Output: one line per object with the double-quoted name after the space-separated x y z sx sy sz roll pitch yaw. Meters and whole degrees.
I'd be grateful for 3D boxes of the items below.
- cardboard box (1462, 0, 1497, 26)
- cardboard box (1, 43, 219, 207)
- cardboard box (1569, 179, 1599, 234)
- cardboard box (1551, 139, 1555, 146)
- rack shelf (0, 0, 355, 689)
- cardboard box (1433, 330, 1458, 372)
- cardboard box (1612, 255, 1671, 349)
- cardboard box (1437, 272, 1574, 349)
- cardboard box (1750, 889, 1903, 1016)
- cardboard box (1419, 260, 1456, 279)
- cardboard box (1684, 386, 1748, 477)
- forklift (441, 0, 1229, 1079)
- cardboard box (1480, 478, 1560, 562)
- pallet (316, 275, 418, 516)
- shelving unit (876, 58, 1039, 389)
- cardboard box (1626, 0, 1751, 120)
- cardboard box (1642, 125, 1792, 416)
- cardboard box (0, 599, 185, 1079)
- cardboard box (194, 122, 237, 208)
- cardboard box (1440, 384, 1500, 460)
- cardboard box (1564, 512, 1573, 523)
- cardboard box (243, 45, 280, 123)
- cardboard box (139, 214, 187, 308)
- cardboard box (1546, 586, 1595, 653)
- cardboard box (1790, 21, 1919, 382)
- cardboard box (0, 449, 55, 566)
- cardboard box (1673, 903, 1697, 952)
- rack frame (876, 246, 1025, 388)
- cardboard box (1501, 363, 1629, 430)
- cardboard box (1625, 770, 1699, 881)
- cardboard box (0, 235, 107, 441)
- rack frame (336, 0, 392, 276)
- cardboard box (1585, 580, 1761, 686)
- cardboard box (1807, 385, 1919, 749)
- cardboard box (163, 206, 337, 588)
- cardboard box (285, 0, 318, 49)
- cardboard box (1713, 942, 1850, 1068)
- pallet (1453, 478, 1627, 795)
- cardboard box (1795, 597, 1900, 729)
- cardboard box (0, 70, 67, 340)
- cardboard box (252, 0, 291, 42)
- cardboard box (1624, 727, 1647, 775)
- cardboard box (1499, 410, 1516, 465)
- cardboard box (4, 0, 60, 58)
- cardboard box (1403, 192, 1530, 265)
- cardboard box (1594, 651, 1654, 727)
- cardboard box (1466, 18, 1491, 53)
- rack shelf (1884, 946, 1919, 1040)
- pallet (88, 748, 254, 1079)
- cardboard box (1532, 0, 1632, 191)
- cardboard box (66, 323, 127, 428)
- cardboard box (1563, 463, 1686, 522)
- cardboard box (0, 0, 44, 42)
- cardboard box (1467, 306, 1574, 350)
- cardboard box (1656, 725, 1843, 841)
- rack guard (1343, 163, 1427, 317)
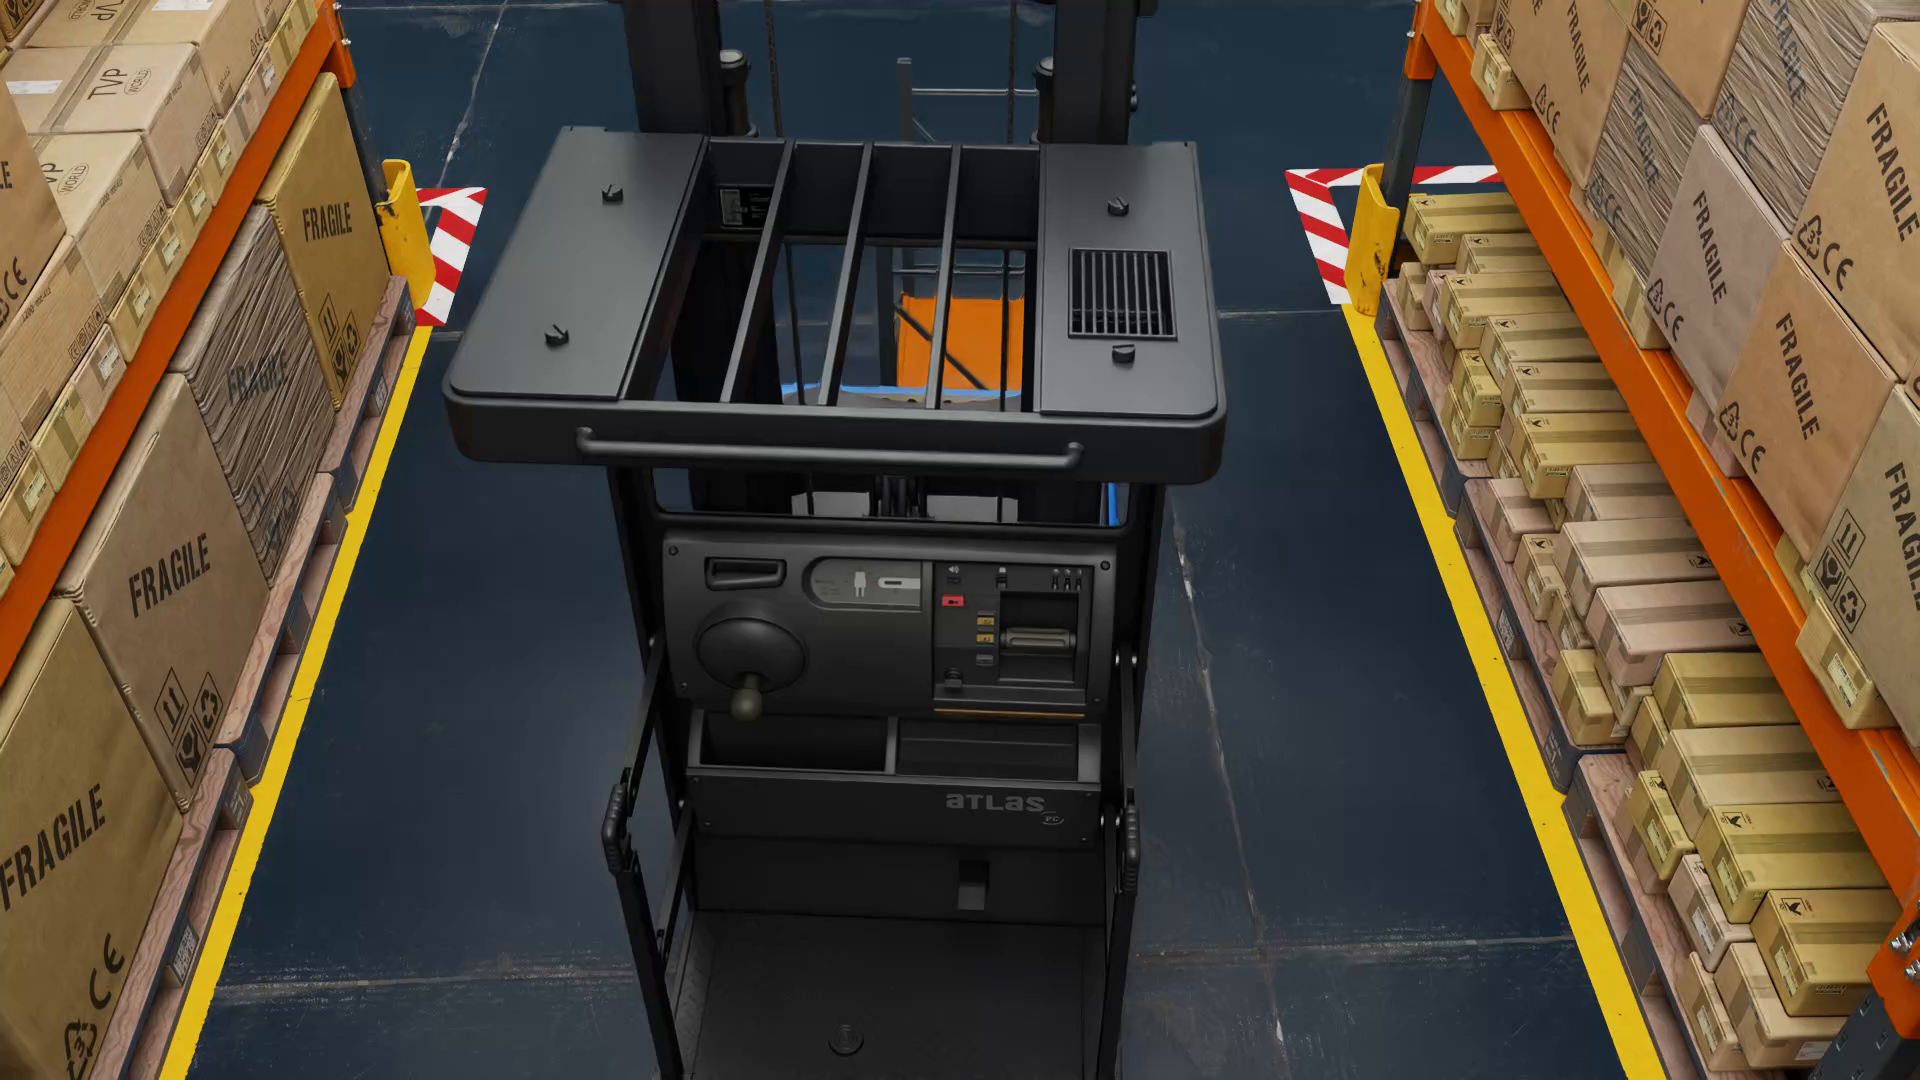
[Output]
1.930 -2.027 5.448 0.500 0.500 0.500 0 43 0 "cardboard box"
-2.445 -1.167 4.694 0.500 0.250 0.500 -3 43 -3 "cardboard box"
2.000 -0.995 4.802 0.380 0.149 0.250 -2 43 -3 "cardboard box"
2.031 -1.346 5.185 0.380 0.149 0.250 0 43 0 "cardboard box"
-2.688 -0.502 4.611 1.077 0.370 4.000 -2 43 -2 "rack shelf"
1.982 -0.759 6.157 0.380 0.149 0.250 -2 43 -2 "cardboard box"
1.972 -0.638 4.412 0.380 0.149 0.250 -1 43 -1 "cardboard box"
1.884 -0.795 5.756 0.380 0.149 0.250 -2 43 -2 "cardboard box"
2.081 0.953 3.850 0.380 0.149 0.250 -1 43 -1 "cardboard box"
1.952 -1.044 6.248 0.380 0.149 0.250 0 43 0 "cardboard box"
2.011 -0.295 4.038 0.380 0.149 0.250 -3 43 -4 "cardboard box"
-0.156 0.274 3.282 1.130 2.935 3.031 2 43 2 "forklift"
1.930 -0.075 5.411 0.380 0.149 0.250 -4 43 -4 "cardboard box"
-2.661 -0.552 6.196 1.003 0.211 1.213 -2 43 -2 "pallet"
0.042 -0.590 5.284 0.587 1.500 1.083 1 43 1 "shelving unit"
1.993 -1.360 3.980 0.500 0.500 0.500 -3 43 -3 "cardboard box"
2.013 -0.643 3.937 0.500 0.500 0.500 -2 43 -2 "cardboard box"
-2.552 0.763 3.959 0.875 0.875 0.875 -2 43 -2 "cardboard box"
-2.384 -1.105 4.921 0.380 0.149 0.250 -3 43 -3 "cardboard box"
1.901 -0.415 5.782 0.380 0.149 0.250 -1 43 -1 "cardboard box"
2.069 0.022 5.085 0.380 0.149 0.250 0 43 0 "cardboard box"
-2.407 -1.448 5.296 0.380 0.149 0.250 -2 43 -2 "cardboard box"
-2.365 -0.762 4.548 0.380 0.149 0.250 -1 43 -1 "cardboard box"
2.011 0.273 5.031 0.380 0.149 0.250 -1 43 -1 "cardboard box"
2.039 -0.665 3.221 0.500 0.500 0.500 -3 43 -3 "cardboard box"
-2.320 -0.067 3.789 0.380 0.149 0.250 -3 43 -3 "cardboard box"
2.072 0.972 4.269 0.380 0.149 0.250 -1 43 -1 "cardboard box"
0.027 -0.241 4.903 0.500 1.500 0.032 1 43 1 "rack frame"
1.979 -0.443 5.372 0.380 0.149 0.250 0 43 0 "cardboard box"
1.972 0.729 4.314 0.380 0.149 0.250 -3 43 -3 "cardboard box"
-2.405 -0.482 3.947 0.500 0.250 0.500 -1 43 -1 "cardboard box"
-2.773 -2.118 5.841 1.000 3.000 0.127 -2 43 -2 "rack frame"
1.976 0.256 4.610 0.380 0.149 0.250 -4 43 -4 "cardboard box"
2.054 0.044 3.188 0.500 0.500 0.500 -2 43 -2 "cardboard box"
-2.628 -0.445 5.277 0.875 0.875 0.875 -2 43 -2 "cardboard box"
-2.429 -1.794 5.673 0.380 0.149 0.250 -1 43 -1 "cardboard box"
2.025 1.091 3.918 0.380 0.149 0.250 -1 43 -1 "cardboard box"
2.238 0.258 5.312 1.003 0.211 1.213 -2 43 -2 "pallet"
1.991 0.244 3.450 0.380 0.149 0.250 -3 43 -3 "cardboard box"
-2.408 -0.763 3.698 0.500 0.500 0.500 -3 43 -3 "cardboard box"
-2.488 -1.853 5.442 0.500 0.250 0.500 -2 43 -2 "cardboard box"
2.106 0.614 4.659 0.380 0.149 0.250 -3 43 -3 "cardboard box"
2.015 -0.342 5.483 0.380 0.149 0.250 -4 43 -4 "cardboard box"
-2.994 -1.490 5.046 0.500 0.250 0.500 -2 43 -2 "cardboard box"
1.869 -1.152 6.145 0.380 0.149 0.250 -3 43 -4 "cardboard box"
2.029 0.385 4.689 0.380 0.149 0.250 -1 43 -1 "cardboard box"
1.925 -1.700 5.571 0.380 0.149 0.250 0 43 0 "cardboard box"
2.441 2.124 1.745 1.077 0.370 4.000 -2 43 -2 "rack shelf"
-2.558 1.095 4.399 1.003 0.211 1.213 -2 43 -2 "pallet"
1.986 -1.336 4.693 0.500 0.500 0.500 -1 43 -1 "cardboard box"
-2.339 -0.409 4.162 0.380 0.149 0.250 -1 43 -1 "cardboard box"
2.051 -0.097 4.994 0.380 0.149 0.250 -2 43 -2 "cardboard box"
-3.001 -1.779 4.807 0.500 0.500 0.500 -3 43 -3 "cardboard box"
2.006 -0.695 5.867 0.380 0.149 0.250 -1 43 -1 "cardboard box"
2.013 0.613 4.220 0.380 0.149 0.250 -2 43 -2 "cardboard box"
2.190 -1.219 6.710 1.175 0.500 0.348 -2 43 -2 "rack guard"
